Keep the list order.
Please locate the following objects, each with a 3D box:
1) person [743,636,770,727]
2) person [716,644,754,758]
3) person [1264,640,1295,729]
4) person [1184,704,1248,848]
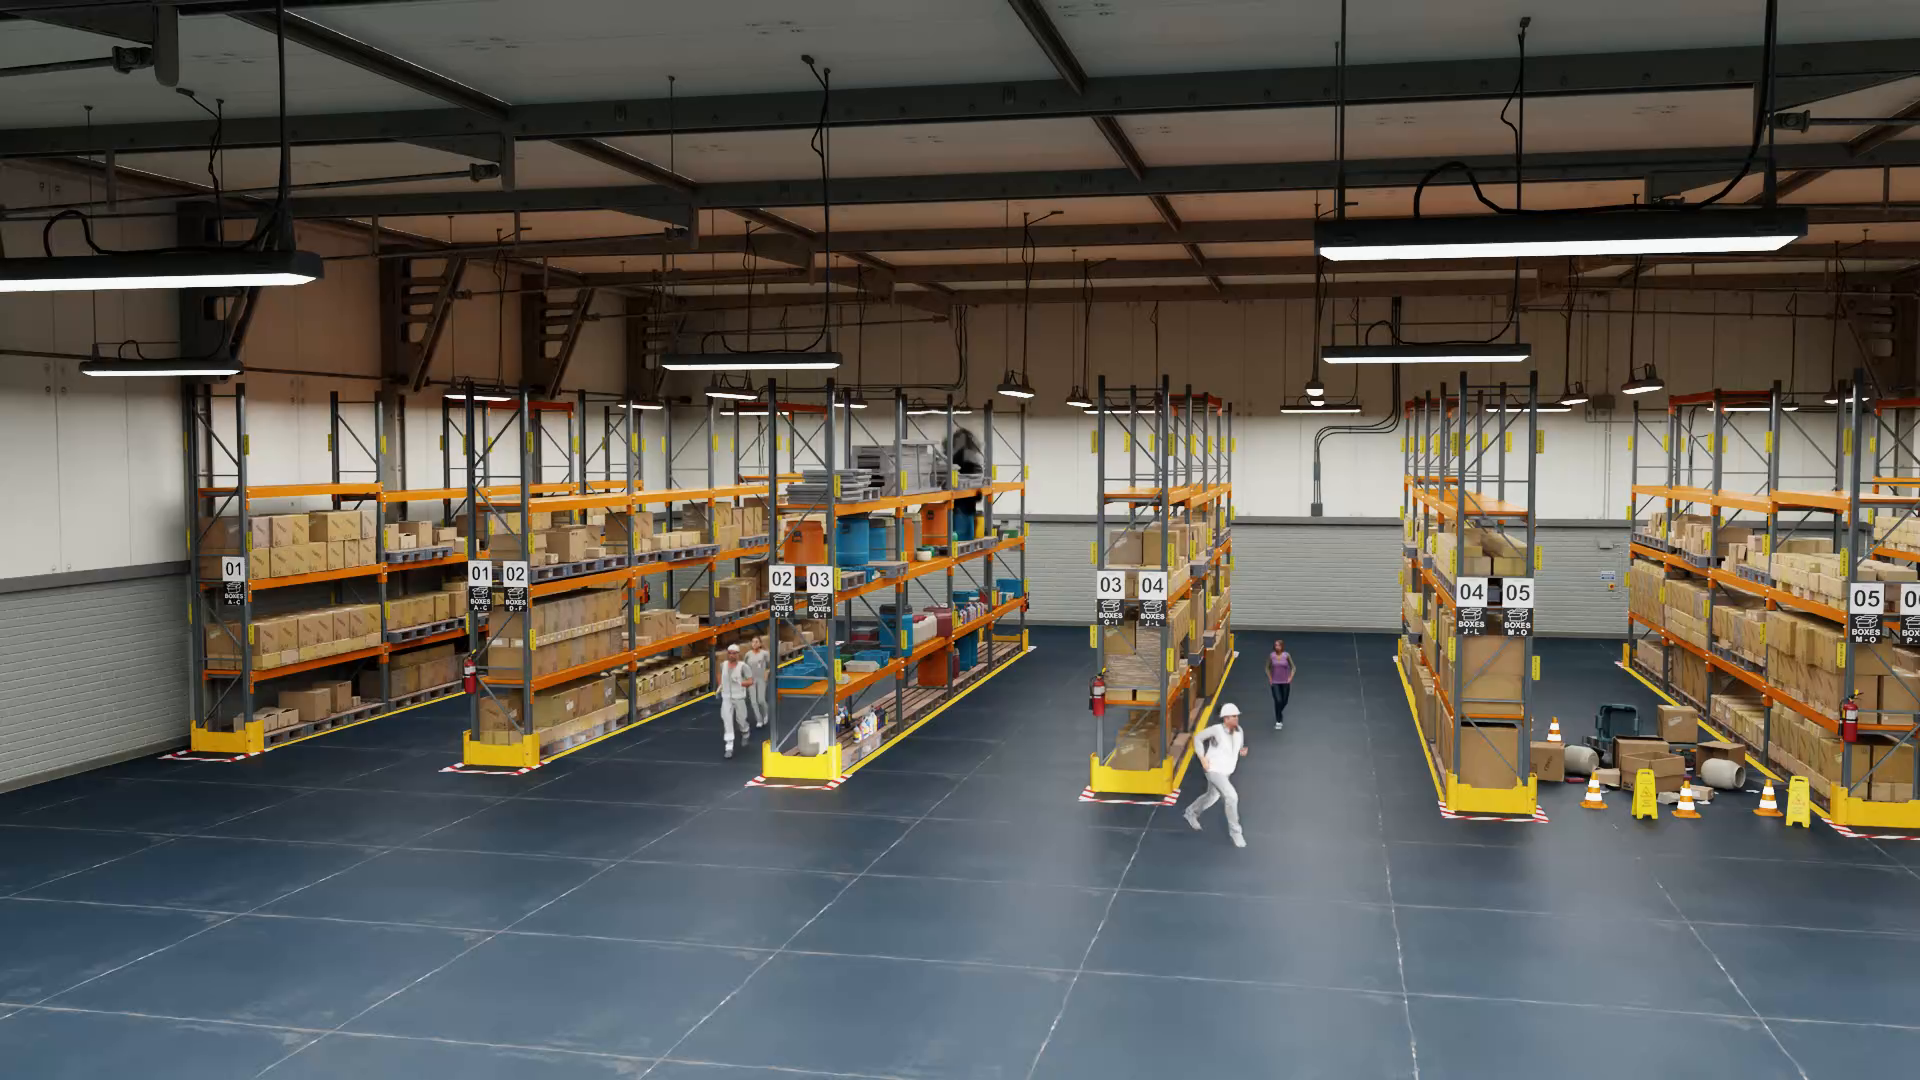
[{"bbox_3d":[-3.580,2.502,29.335,0.539,1.626,0.541,0,3,7],"label":"person"},{"bbox_3d":[-3.620,2.549,26.715,0.649,1.769,0.993,1,3,9],"label":"person"},{"bbox_3d":[5.676,2.552,29.523,0.537,1.551,0.506,1,3,12],"label":"person"},{"bbox_3d":[3.244,2.935,21.036,1.006,1.785,0.658,3,5,44],"label":"person"}]
